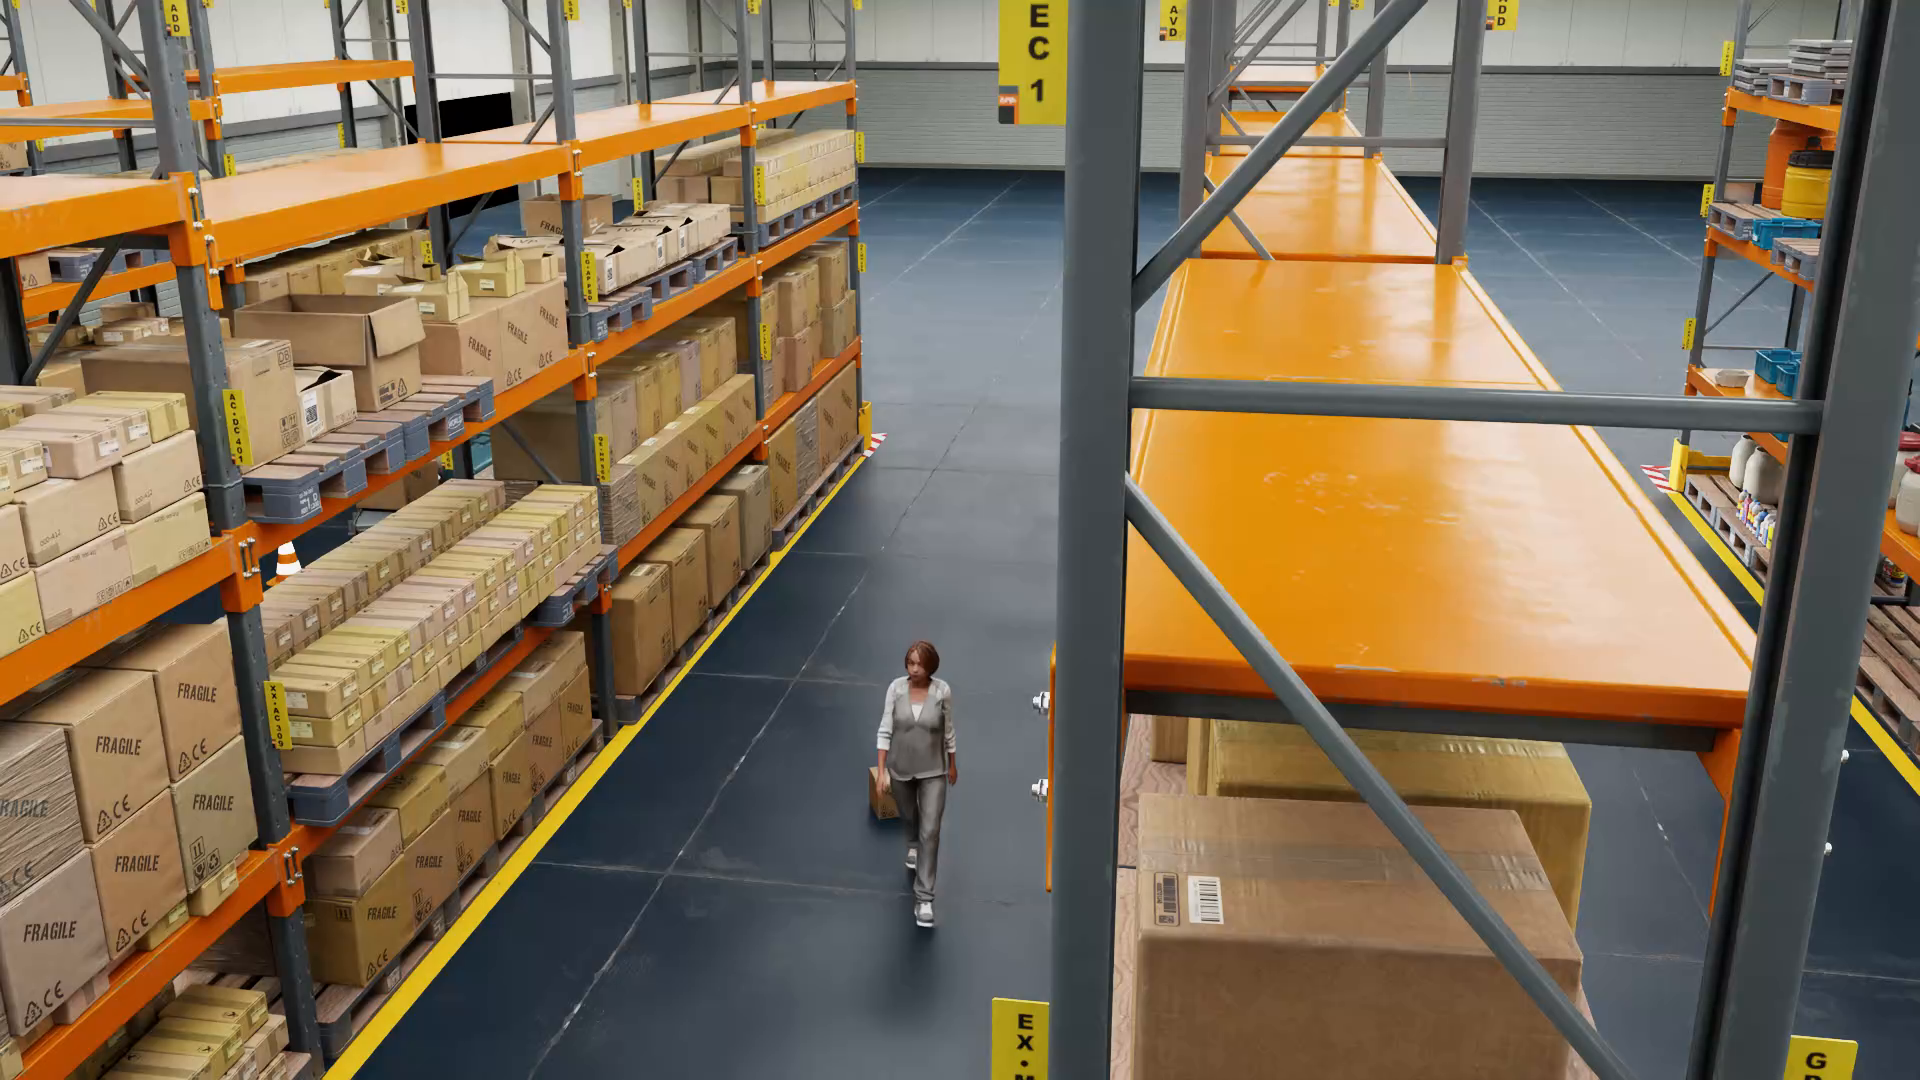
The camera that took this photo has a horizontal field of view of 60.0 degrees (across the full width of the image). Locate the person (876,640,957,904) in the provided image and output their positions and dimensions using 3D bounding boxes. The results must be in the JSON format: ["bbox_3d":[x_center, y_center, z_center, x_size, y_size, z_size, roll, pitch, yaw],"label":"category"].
[{"bbox_3d":[-0.239,1.273,9.510,0.425,1.499,0.769,2,18,7],"label":"person"}]
